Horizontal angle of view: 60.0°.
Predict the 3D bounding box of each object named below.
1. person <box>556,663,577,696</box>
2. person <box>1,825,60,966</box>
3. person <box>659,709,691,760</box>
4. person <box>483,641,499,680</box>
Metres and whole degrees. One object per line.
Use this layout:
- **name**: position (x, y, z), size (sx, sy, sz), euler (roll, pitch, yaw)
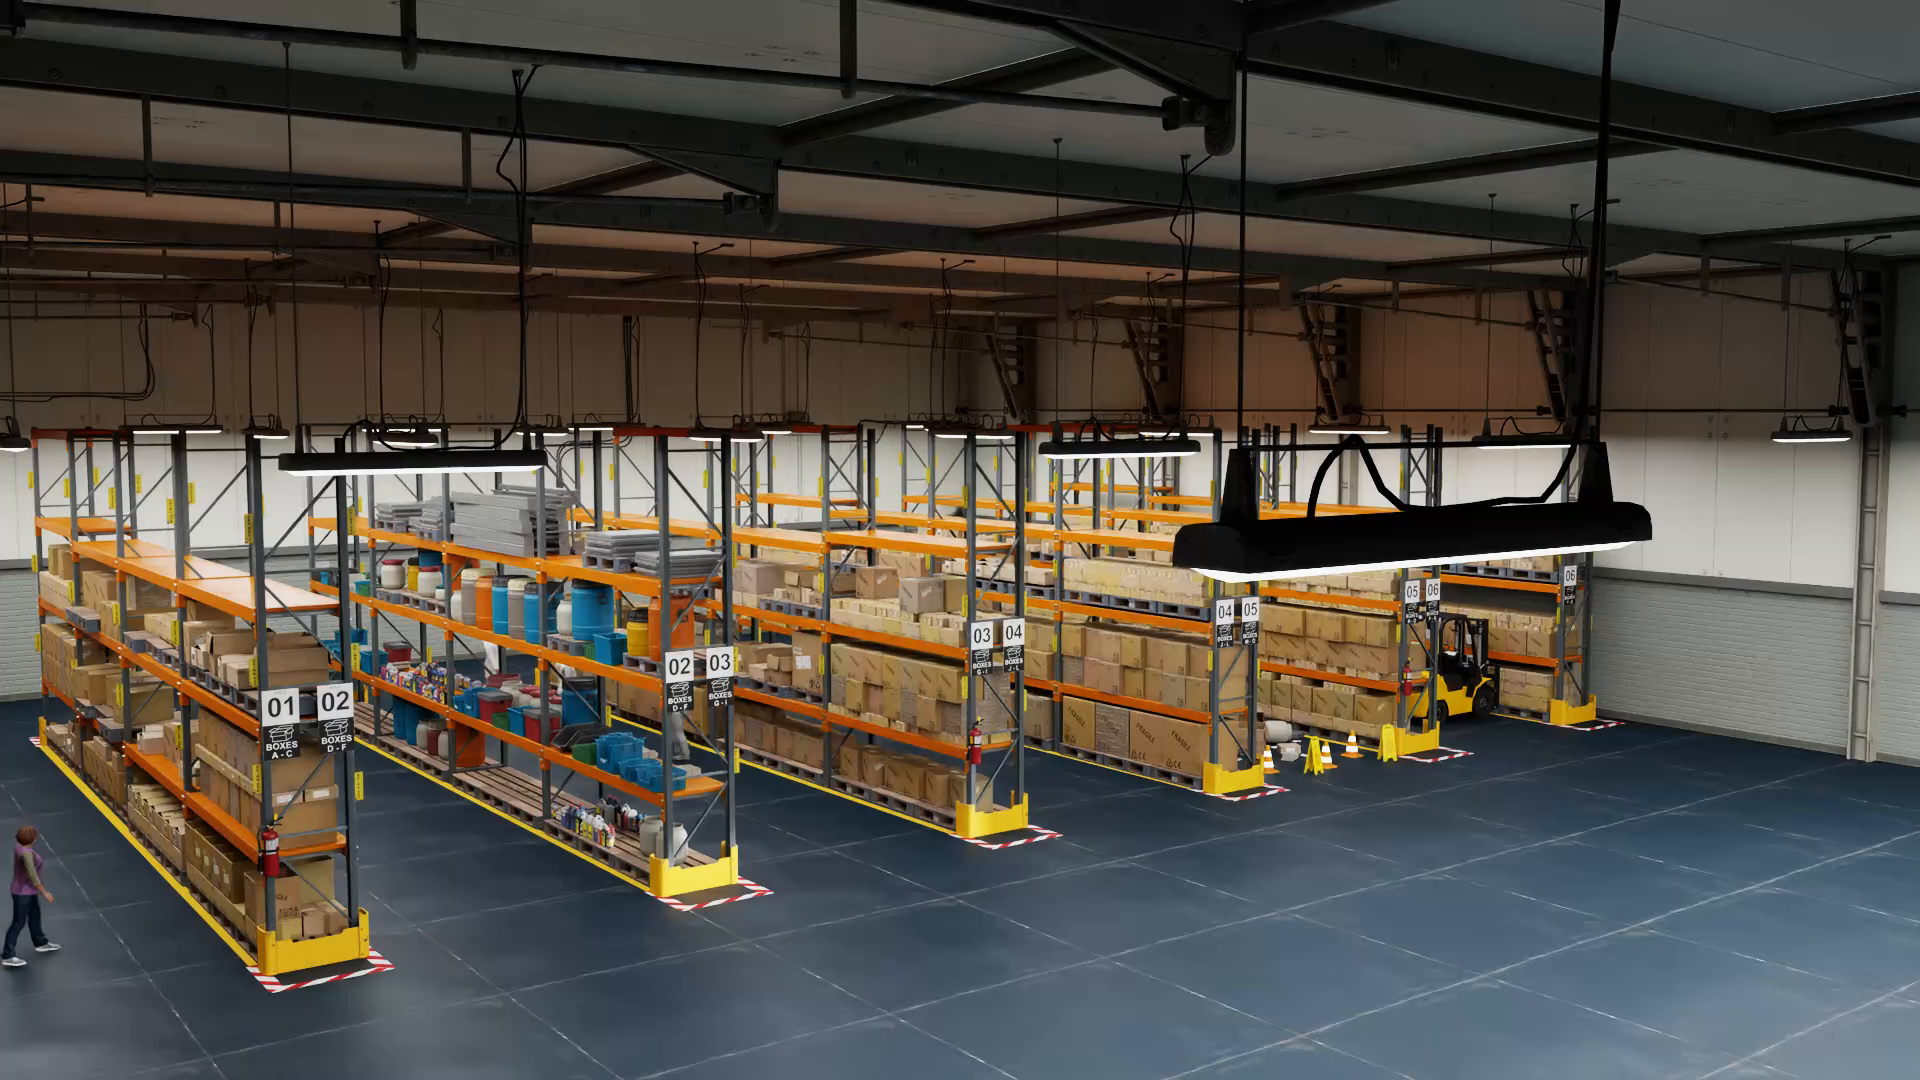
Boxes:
- **person**: position (-7.513, 2.942, 31.919), size (0.479, 1.787, 0.627), euler (-1, 5, -10)
- **person**: position (-10.718, 4.047, 19.128), size (0.598, 1.589, 0.605), euler (-2, 5, -29)
- **person**: position (-5.125, 3.130, 29.974), size (0.570, 1.854, 0.554), euler (1, 5, 14)
- **person**: position (-9.843, 2.706, 35.174), size (0.409, 1.793, 0.701), euler (-1, 5, -7)
